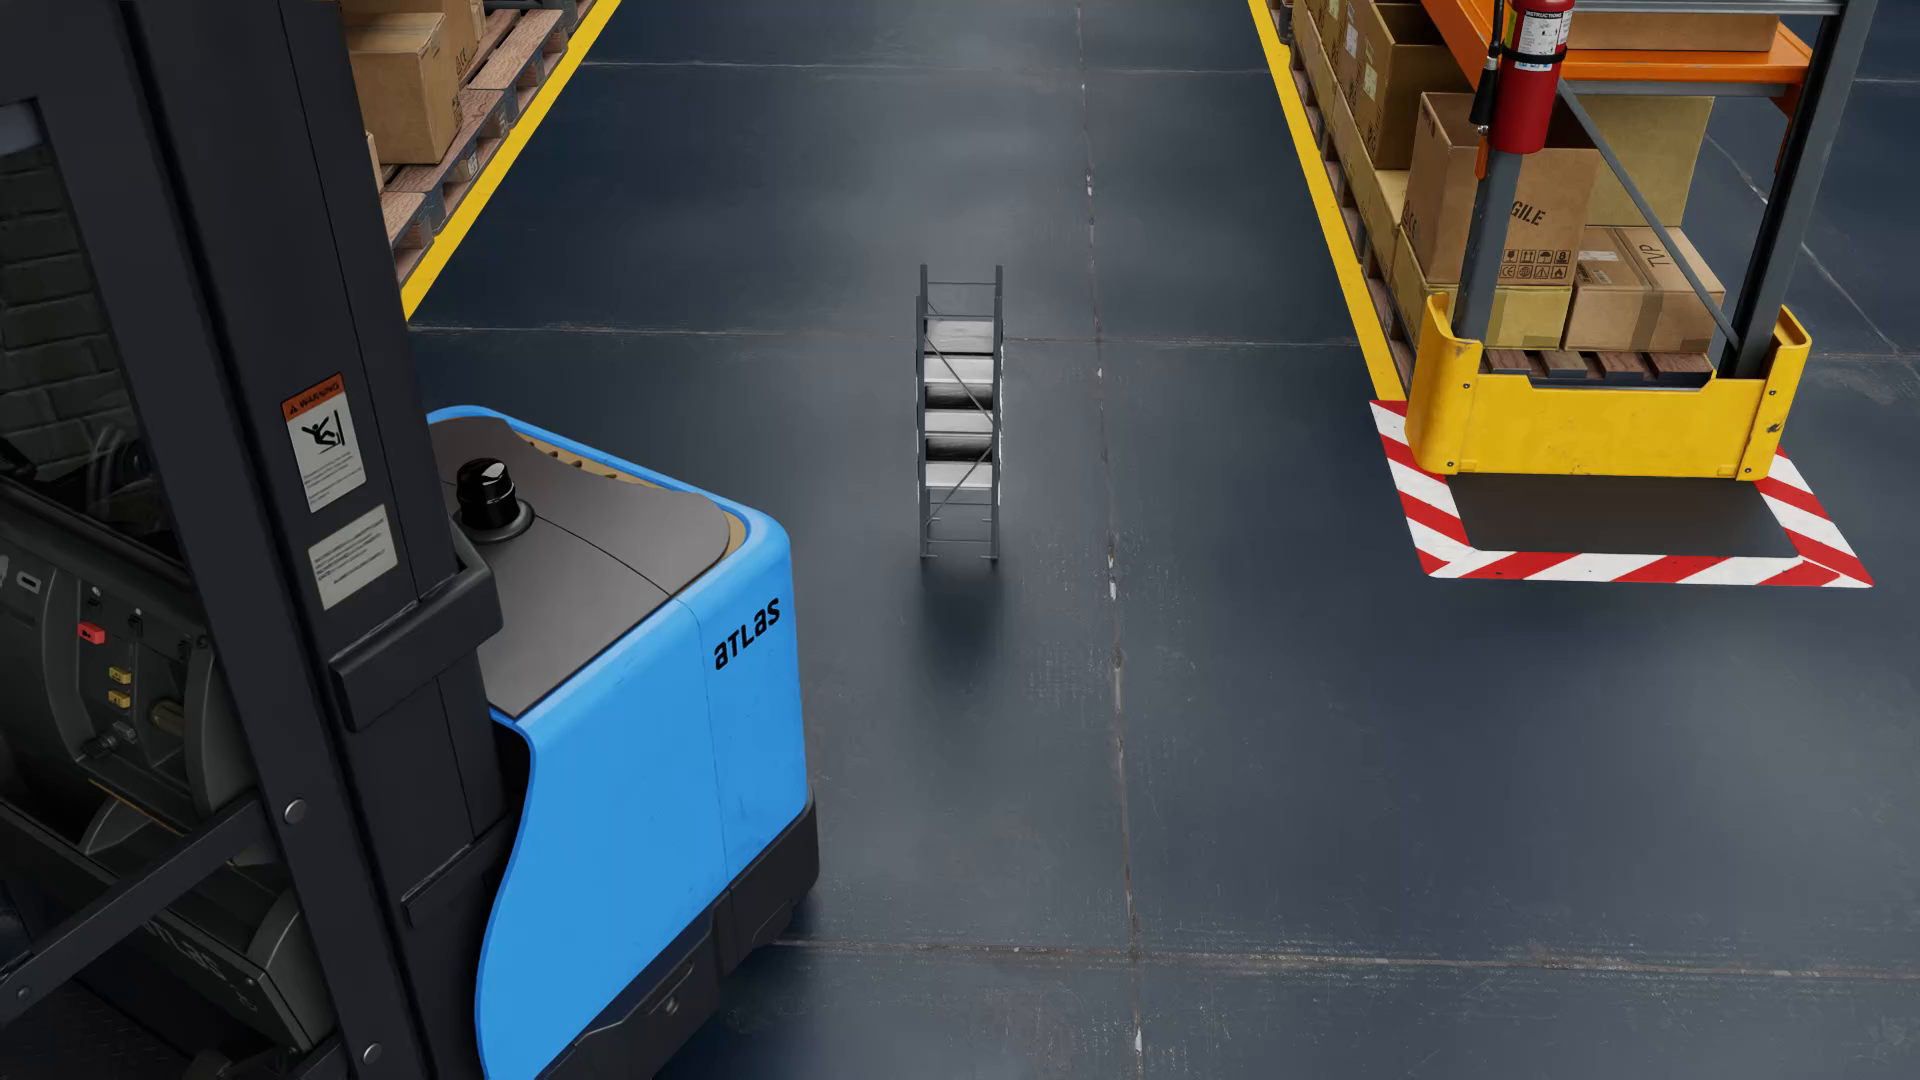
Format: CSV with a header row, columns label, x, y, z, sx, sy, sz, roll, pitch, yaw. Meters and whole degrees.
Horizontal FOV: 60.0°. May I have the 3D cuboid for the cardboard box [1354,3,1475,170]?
label,x,y,z,sx,sy,sz,roll,pitch,yaw
cardboard box,1.879,-1.793,6.567,0.500,0.500,0.500,1,35,2

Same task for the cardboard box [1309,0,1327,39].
label,x,y,z,sx,sy,sz,roll,pitch,yaw
cardboard box,1.947,-2.655,7.793,0.500,0.500,0.500,1,35,2

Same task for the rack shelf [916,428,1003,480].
label,x,y,z,sx,sy,sz,roll,pitch,yaw
rack shelf,0.000,-0.272,5.069,0.258,0.077,0.200,1,35,2

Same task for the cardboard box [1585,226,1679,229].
label,x,y,z,sx,sy,sz,roll,pitch,yaw
cardboard box,2.390,-1.187,6.356,0.500,0.250,0.500,1,35,2

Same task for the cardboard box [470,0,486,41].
label,x,y,z,sx,sy,sz,roll,pitch,yaw
cardboard box,-2.651,-2.673,8.526,0.380,0.166,0.250,-3,35,-4

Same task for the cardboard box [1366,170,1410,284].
label,x,y,z,sx,sy,sz,roll,pitch,yaw
cardboard box,1.864,-1.199,6.373,0.500,0.250,0.500,1,35,2

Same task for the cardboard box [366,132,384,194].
label,x,y,z,sx,sy,sz,roll,pitch,yaw
cardboard box,-2.679,-1.465,6.681,0.500,0.311,0.500,4,35,6

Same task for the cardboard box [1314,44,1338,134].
label,x,y,z,sx,sy,sz,roll,pitch,yaw
cardboard box,1.918,-2.061,7.600,0.500,0.250,0.500,1,35,2

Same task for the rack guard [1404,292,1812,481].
label,x,y,z,sx,sy,sz,roll,pitch,yaw
rack guard,2.129,-0.513,5.545,1.175,0.500,0.348,1,35,2

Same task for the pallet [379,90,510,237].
label,x,y,z,sx,sy,sz,roll,pitch,yaw
pallet,-2.697,-1.730,7.528,1.003,0.211,1.213,1,35,2

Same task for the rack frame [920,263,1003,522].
label,x,y,z,sx,sy,sz,roll,pitch,yaw
rack frame,0.004,-0.431,5.081,0.240,0.900,0.006,1,35,2

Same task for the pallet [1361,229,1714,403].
label,x,y,z,sx,sy,sz,roll,pitch,yaw
pallet,2.119,-0.849,6.275,1.003,0.211,1.213,1,35,2

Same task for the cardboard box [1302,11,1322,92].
label,x,y,z,sx,sy,sz,roll,pitch,yaw
cardboard box,1.944,-2.348,8.008,0.500,0.250,0.500,1,35,2

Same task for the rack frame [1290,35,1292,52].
label,x,y,z,sx,sy,sz,roll,pitch,yaw
rack frame,2.290,-3.848,8.116,1.000,3.000,0.127,1,35,2

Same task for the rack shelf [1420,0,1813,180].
label,x,y,z,sx,sy,sz,roll,pitch,yaw
rack shelf,2.210,-2.404,6.688,1.077,0.370,4.000,1,35,2

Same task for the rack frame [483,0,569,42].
label,x,y,z,sx,sy,sz,roll,pitch,yaw
rack frame,-2.659,-3.960,8.276,1.000,3.000,0.127,1,35,2

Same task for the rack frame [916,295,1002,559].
label,x,y,z,sx,sy,sz,roll,pitch,yaw
rack frame,-0.004,-0.314,4.915,0.240,0.900,0.006,1,35,2

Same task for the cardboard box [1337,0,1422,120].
label,x,y,z,sx,sy,sz,roll,pitch,yaw
cardboard box,1.901,-2.080,6.975,0.500,0.500,0.500,1,35,2

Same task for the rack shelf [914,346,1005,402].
label,x,y,z,sx,sy,sz,roll,pitch,yaw
rack shelf,0.000,-0.493,4.914,0.258,0.077,0.200,1,35,2

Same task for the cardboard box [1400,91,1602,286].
label,x,y,z,sx,sy,sz,roll,pitch,yaw
cardboard box,1.854,-1.218,5.749,0.500,0.500,0.500,1,35,2

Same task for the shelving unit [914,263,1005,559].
label,x,y,z,sx,sy,sz,roll,pitch,yaw
shelving unit,0.000,-0.373,4.998,0.258,0.900,0.210,1,35,2

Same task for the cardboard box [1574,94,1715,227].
label,x,y,z,sx,sy,sz,roll,pitch,yaw
cardboard box,2.392,-1.494,6.140,0.500,0.500,0.500,1,35,2

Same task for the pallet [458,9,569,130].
label,x,y,z,sx,sy,sz,roll,pitch,yaw
pallet,-2.651,-2.433,8.528,1.003,0.211,1.213,1,35,2

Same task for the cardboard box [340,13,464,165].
label,x,y,z,sx,sy,sz,roll,pitch,yaw
cardboard box,-2.600,-1.963,7.225,0.700,0.500,0.500,-1,35,-1

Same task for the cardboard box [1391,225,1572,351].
label,x,y,z,sx,sy,sz,roll,pitch,yaw
cardboard box,1.856,-0.911,5.964,0.500,0.250,0.500,1,35,2

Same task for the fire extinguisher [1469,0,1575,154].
label,x,y,z,sx,sy,sz,roll,pitch,yaw
fire extinguisher,1.661,-1.461,4.787,0.296,0.674,0.183,1,35,2

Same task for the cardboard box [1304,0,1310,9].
label,x,y,z,sx,sy,sz,roll,pitch,yaw
cardboard box,1.959,-2.942,8.202,0.500,0.500,0.500,1,35,2

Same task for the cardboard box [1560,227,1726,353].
label,x,y,z,sx,sy,sz,roll,pitch,yaw
cardboard box,2.374,-0.899,5.947,0.500,0.250,0.500,1,35,2

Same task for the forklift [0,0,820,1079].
label,x,y,z,sx,sy,sz,roll,pitch,yaw
forklift,-1.550,0.208,2.405,1.130,2.935,3.031,20,40,26

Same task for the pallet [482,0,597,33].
label,x,y,z,sx,sy,sz,roll,pitch,yaw
pallet,-2.630,-3.267,9.714,1.003,0.211,1.213,1,35,2

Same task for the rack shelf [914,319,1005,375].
label,x,y,z,sx,sy,sz,roll,pitch,yaw
rack shelf,0.000,-0.566,4.862,0.258,0.077,0.200,1,35,2

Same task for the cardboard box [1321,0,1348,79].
label,x,y,z,sx,sy,sz,roll,pitch,yaw
cardboard box,1.919,-2.368,7.384,0.500,0.500,0.500,1,35,2

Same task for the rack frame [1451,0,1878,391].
label,x,y,z,sx,sy,sz,roll,pitch,yaw
rack frame,2.130,-1.550,4.846,1.000,3.000,0.127,1,35,2

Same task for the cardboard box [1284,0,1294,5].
label,x,y,z,sx,sy,sz,roll,pitch,yaw
cardboard box,2.017,-3.140,9.135,0.500,0.250,0.500,1,35,1

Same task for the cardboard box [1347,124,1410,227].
label,x,y,z,sx,sy,sz,roll,pitch,yaw
cardboard box,1.882,-1.486,6.782,0.500,0.250,0.500,1,35,2

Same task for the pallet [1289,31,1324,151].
label,x,y,z,sx,sy,sz,roll,pitch,yaw
pallet,2.217,-2.251,8.269,1.003,0.211,1.213,1,35,2

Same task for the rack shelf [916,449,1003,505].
label,x,y,z,sx,sy,sz,roll,pitch,yaw
rack shelf,0.000,-0.198,5.121,0.258,0.077,0.200,1,35,2

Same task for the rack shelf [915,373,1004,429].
label,x,y,z,sx,sy,sz,roll,pitch,yaw
rack shelf,0.000,-0.419,4.965,0.258,0.077,0.200,1,35,2

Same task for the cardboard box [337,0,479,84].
label,x,y,z,sx,sy,sz,roll,pitch,yaw
cardboard box,-2.661,-2.520,8.019,0.500,0.500,0.500,-1,35,-2

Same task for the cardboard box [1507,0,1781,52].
label,x,y,z,sx,sy,sz,roll,pitch,yaw
cardboard box,2.161,-1.859,5.199,0.700,0.500,0.500,1,35,2

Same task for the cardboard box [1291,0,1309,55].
label,x,y,z,sx,sy,sz,roll,pitch,yaw
cardboard box,1.969,-2.635,8.417,0.500,0.250,0.500,1,35,2

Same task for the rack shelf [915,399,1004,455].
label,x,y,z,sx,sy,sz,roll,pitch,yaw
rack shelf,0.000,-0.346,5.017,0.258,0.077,0.200,1,35,2

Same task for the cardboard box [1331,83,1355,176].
label,x,y,z,sx,sy,sz,roll,pitch,yaw
cardboard box,1.904,-1.774,7.191,0.500,0.250,0.500,1,35,2

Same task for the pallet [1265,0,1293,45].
label,x,y,z,sx,sy,sz,roll,pitch,yaw
pallet,2.281,-3.131,9.522,1.003,0.211,1.213,1,35,2

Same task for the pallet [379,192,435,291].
label,x,y,z,sx,sy,sz,roll,pitch,yaw
pallet,-2.749,-1.031,6.533,1.003,0.211,1.213,1,35,2

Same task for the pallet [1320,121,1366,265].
label,x,y,z,sx,sy,sz,roll,pitch,yaw
pallet,2.170,-1.548,7.269,1.003,0.211,1.213,1,35,2
